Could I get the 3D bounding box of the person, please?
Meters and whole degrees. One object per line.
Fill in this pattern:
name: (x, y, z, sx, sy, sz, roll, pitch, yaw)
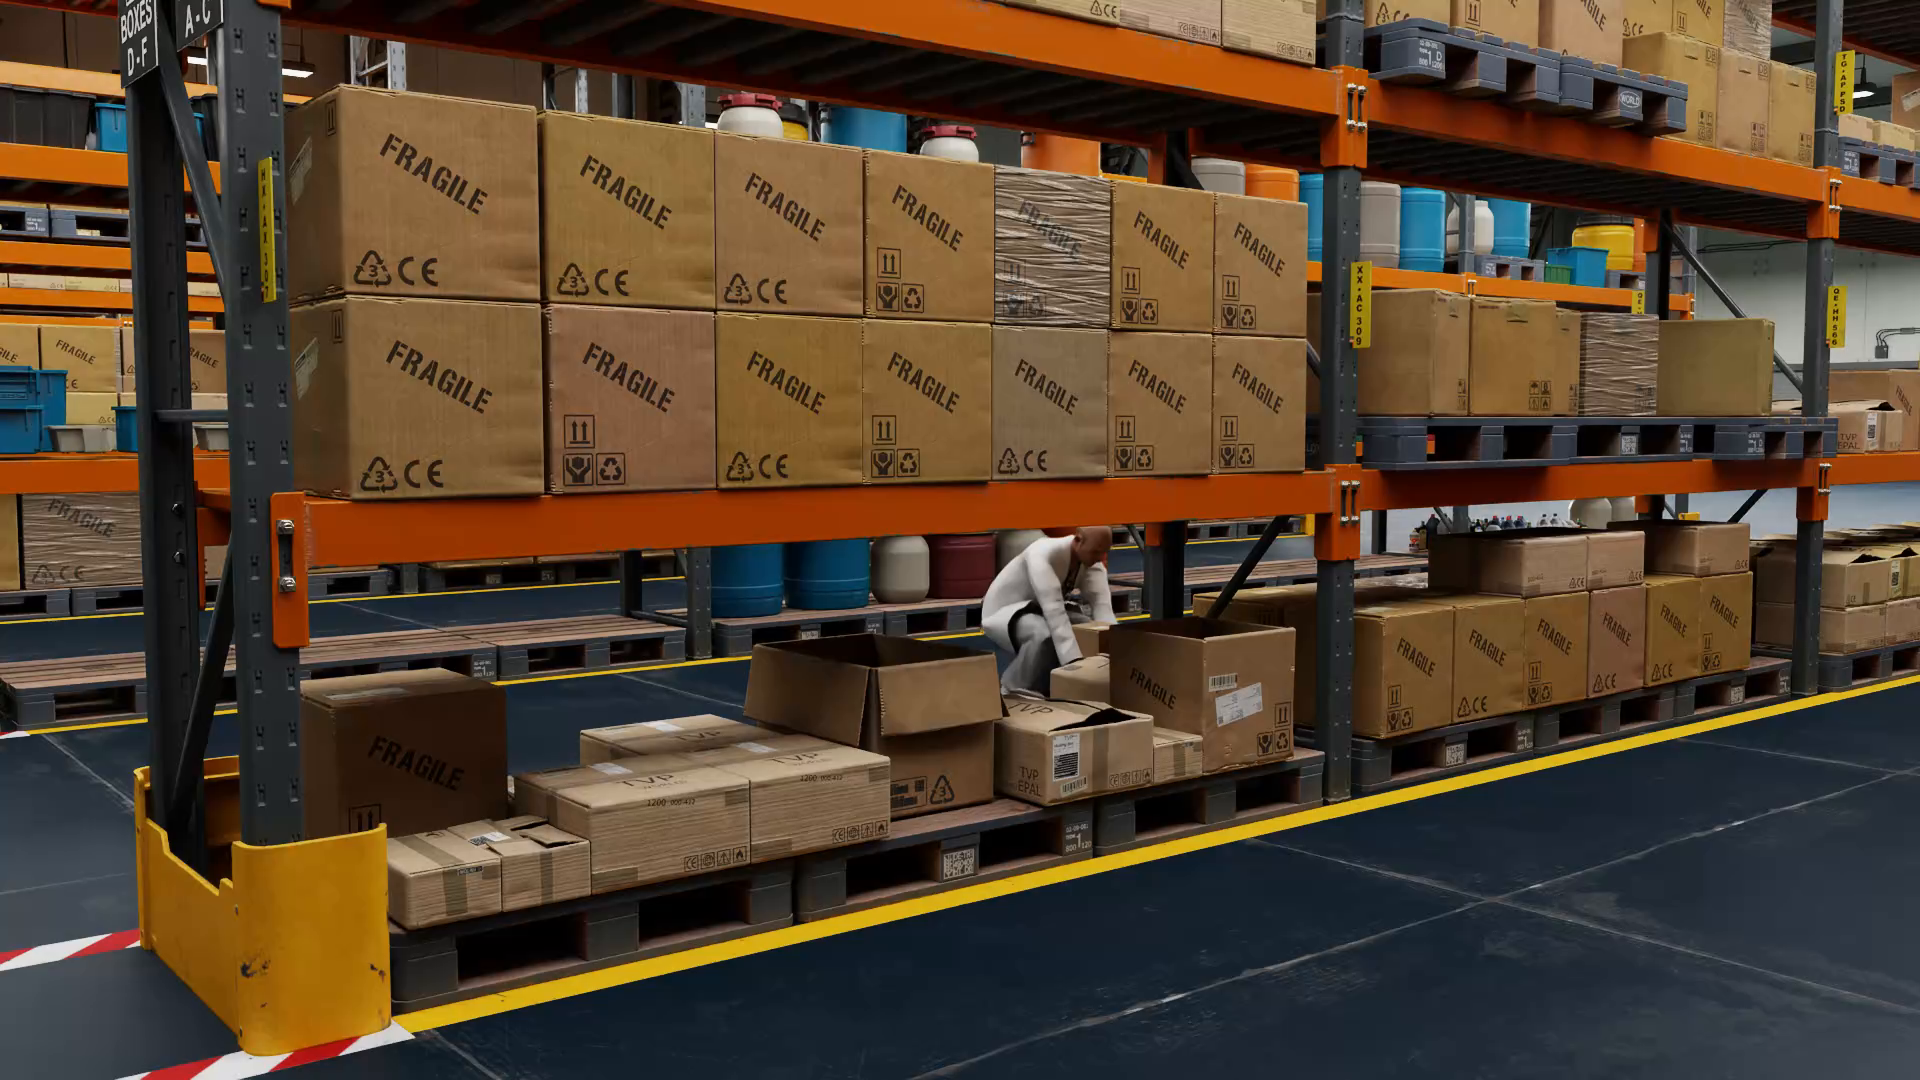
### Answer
person: (0.497, 0.376, 8.727, 0.582, 0.993, 0.909, -3, 5, -40)
